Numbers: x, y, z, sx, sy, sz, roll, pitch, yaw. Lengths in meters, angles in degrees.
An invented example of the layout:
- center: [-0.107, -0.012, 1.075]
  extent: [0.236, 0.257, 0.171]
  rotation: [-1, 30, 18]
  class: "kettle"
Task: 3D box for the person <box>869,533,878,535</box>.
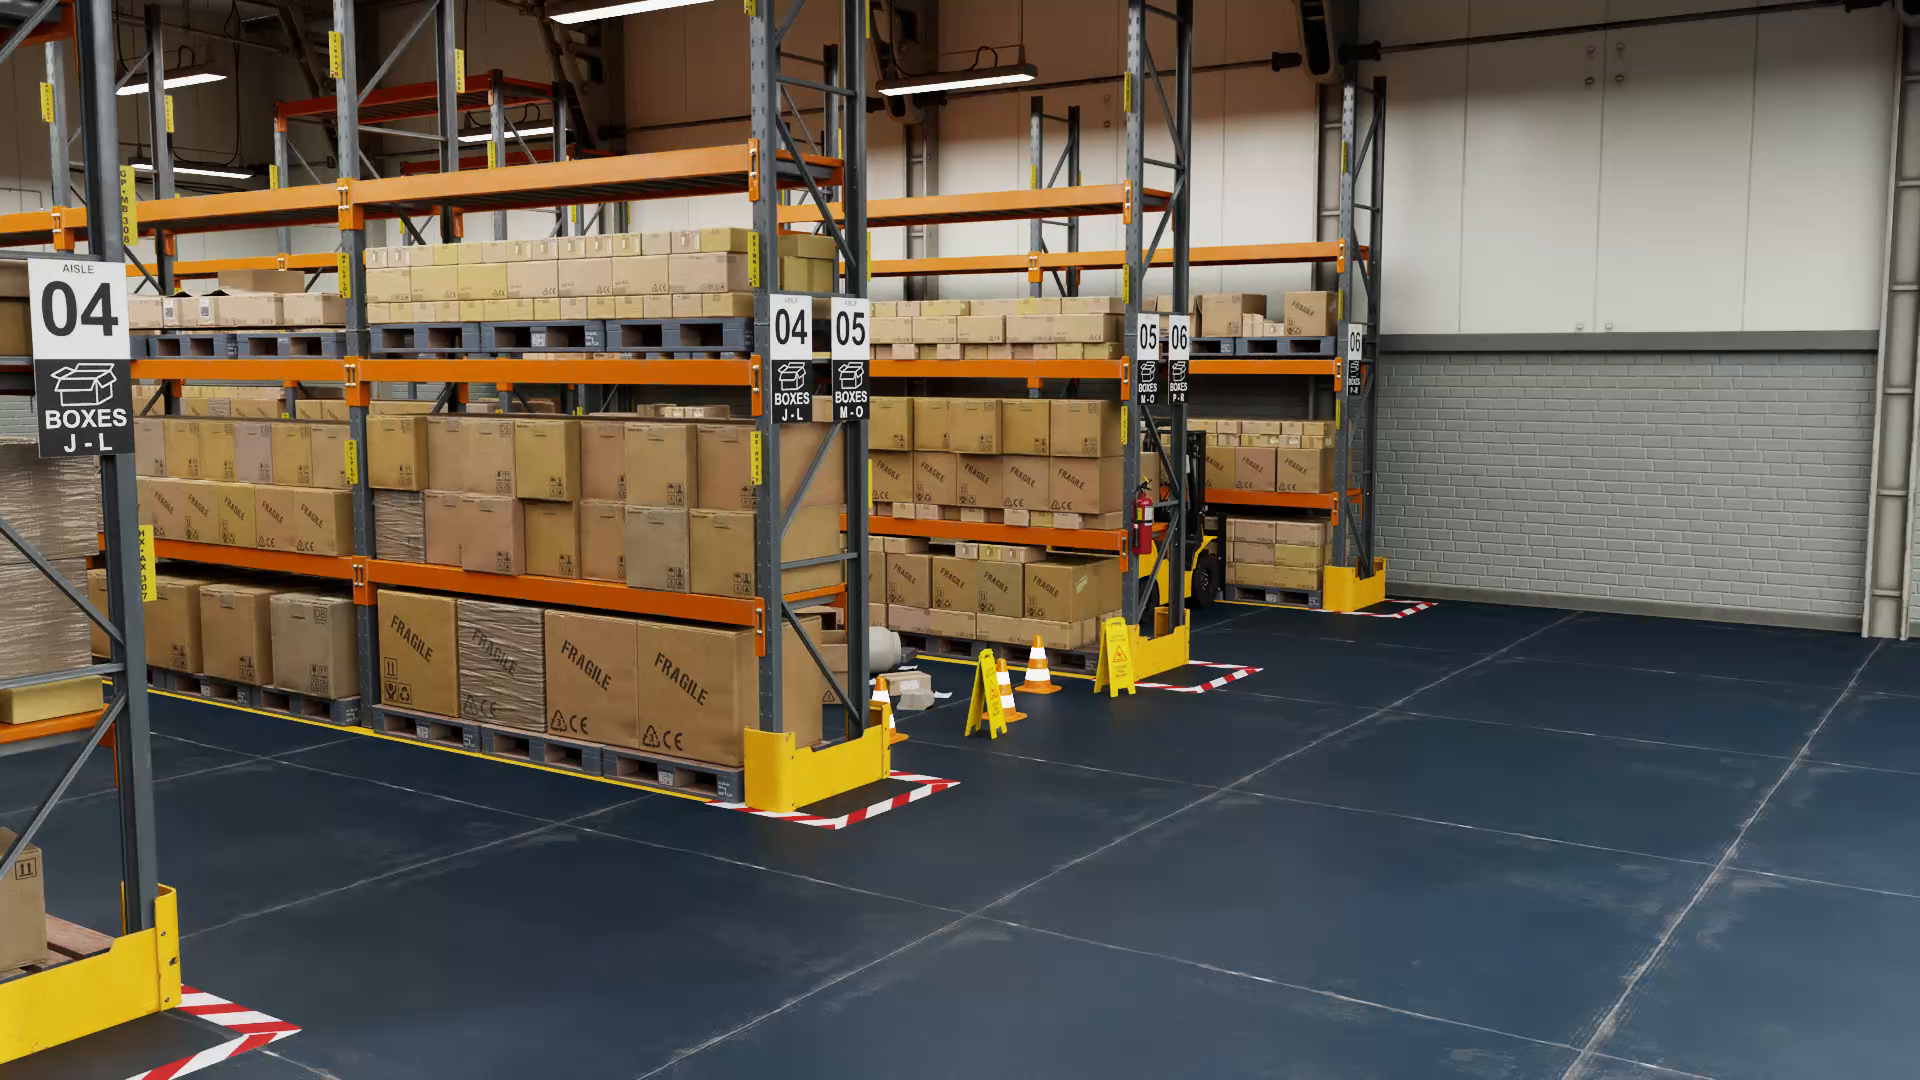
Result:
- center: [-0.942, -0.083, 18.499]
  extent: [0.424, 1.780, 0.583]
  rotation: [4, 7, 31]
  class: "person"
